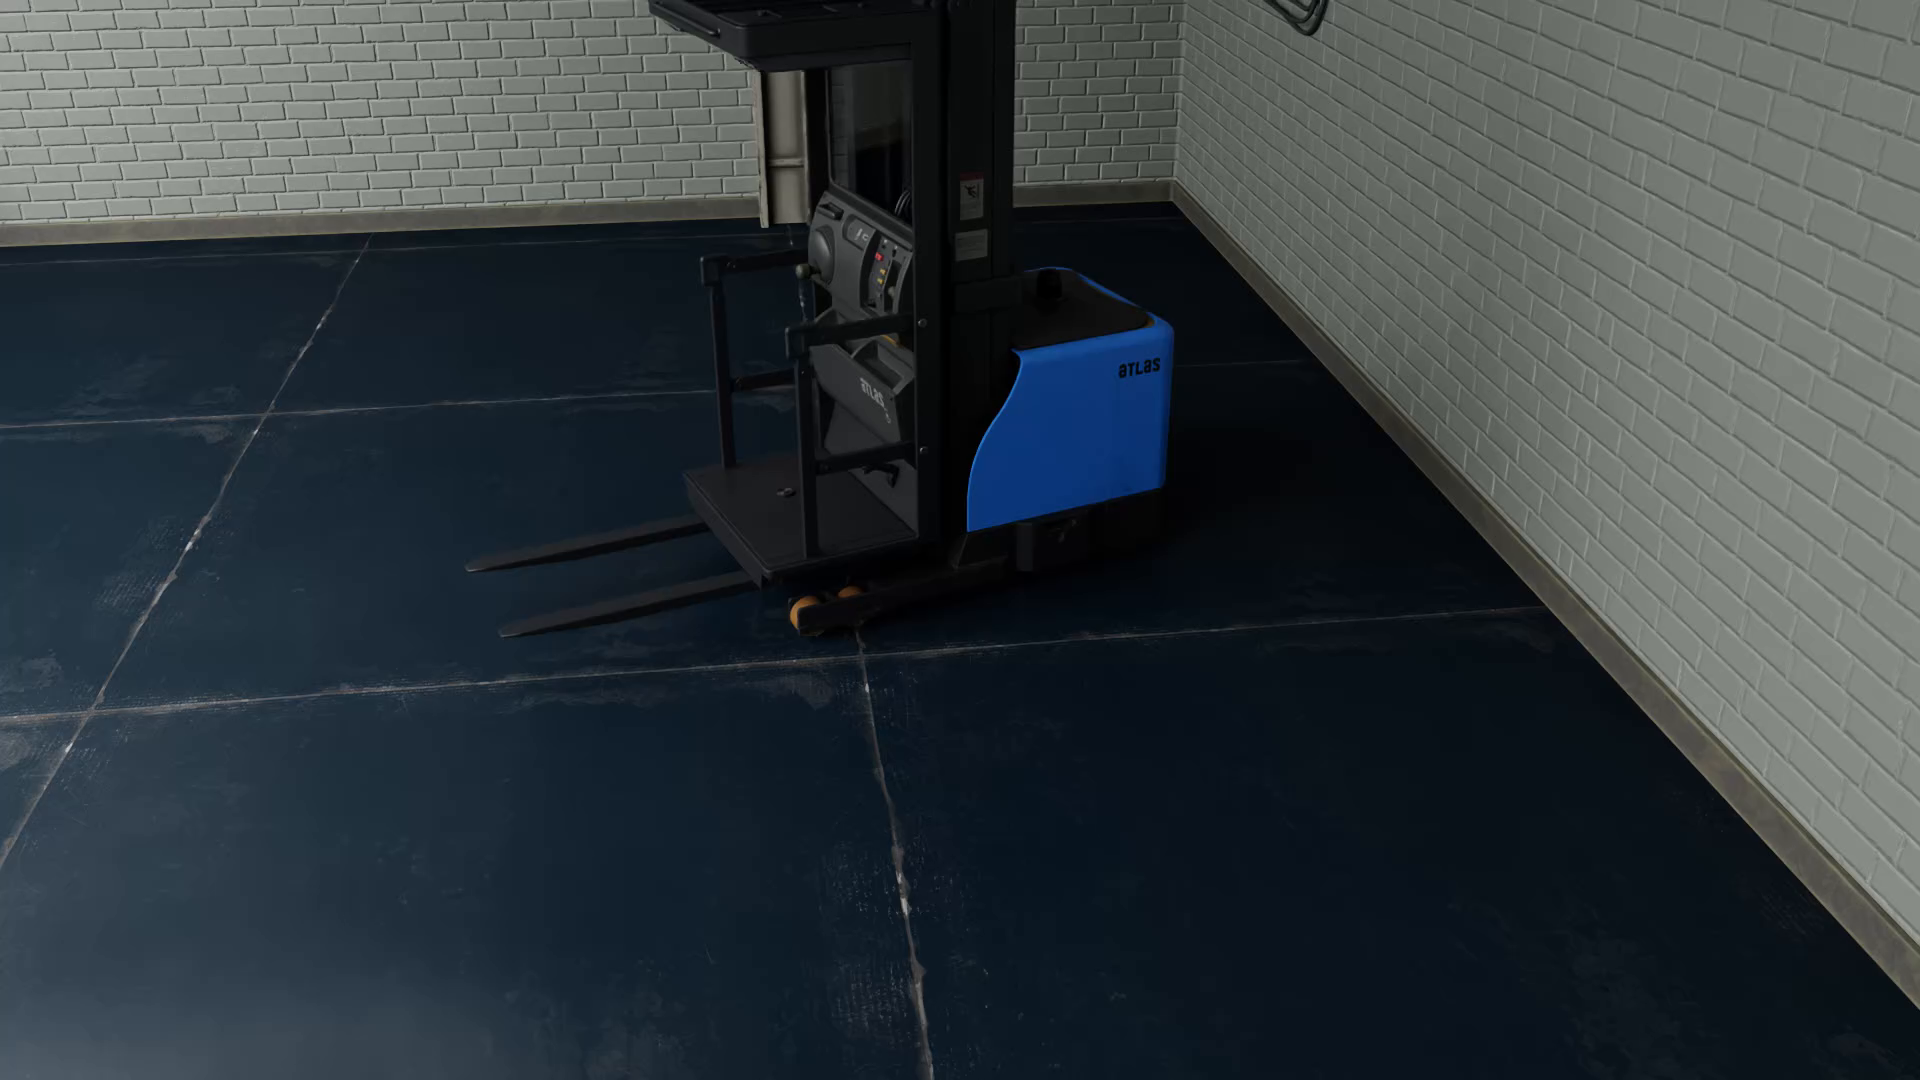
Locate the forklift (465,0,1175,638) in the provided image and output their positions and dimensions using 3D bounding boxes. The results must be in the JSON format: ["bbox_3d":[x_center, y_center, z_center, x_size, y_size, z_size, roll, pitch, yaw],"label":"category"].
[{"bbox_3d":[-0.599,-1.174,6.828,3.031,2.935,1.130,-13,30,-24],"label":"forklift"}]

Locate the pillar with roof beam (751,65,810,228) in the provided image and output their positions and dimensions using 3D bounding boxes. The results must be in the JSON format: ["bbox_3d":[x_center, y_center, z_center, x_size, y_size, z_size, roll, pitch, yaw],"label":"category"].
[{"bbox_3d":[-0.685,-4.437,6.540,0.400,9.000,9.100,-4,27,-7],"label":"pillar with roof beam"}]

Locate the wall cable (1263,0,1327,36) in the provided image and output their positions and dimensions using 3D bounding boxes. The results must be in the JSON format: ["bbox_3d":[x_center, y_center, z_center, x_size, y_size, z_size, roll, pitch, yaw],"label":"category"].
[{"bbox_3d":[1.816,-4.591,10.242,0.112,2.526,3.097,-4,27,-7],"label":"wall cable"}]
